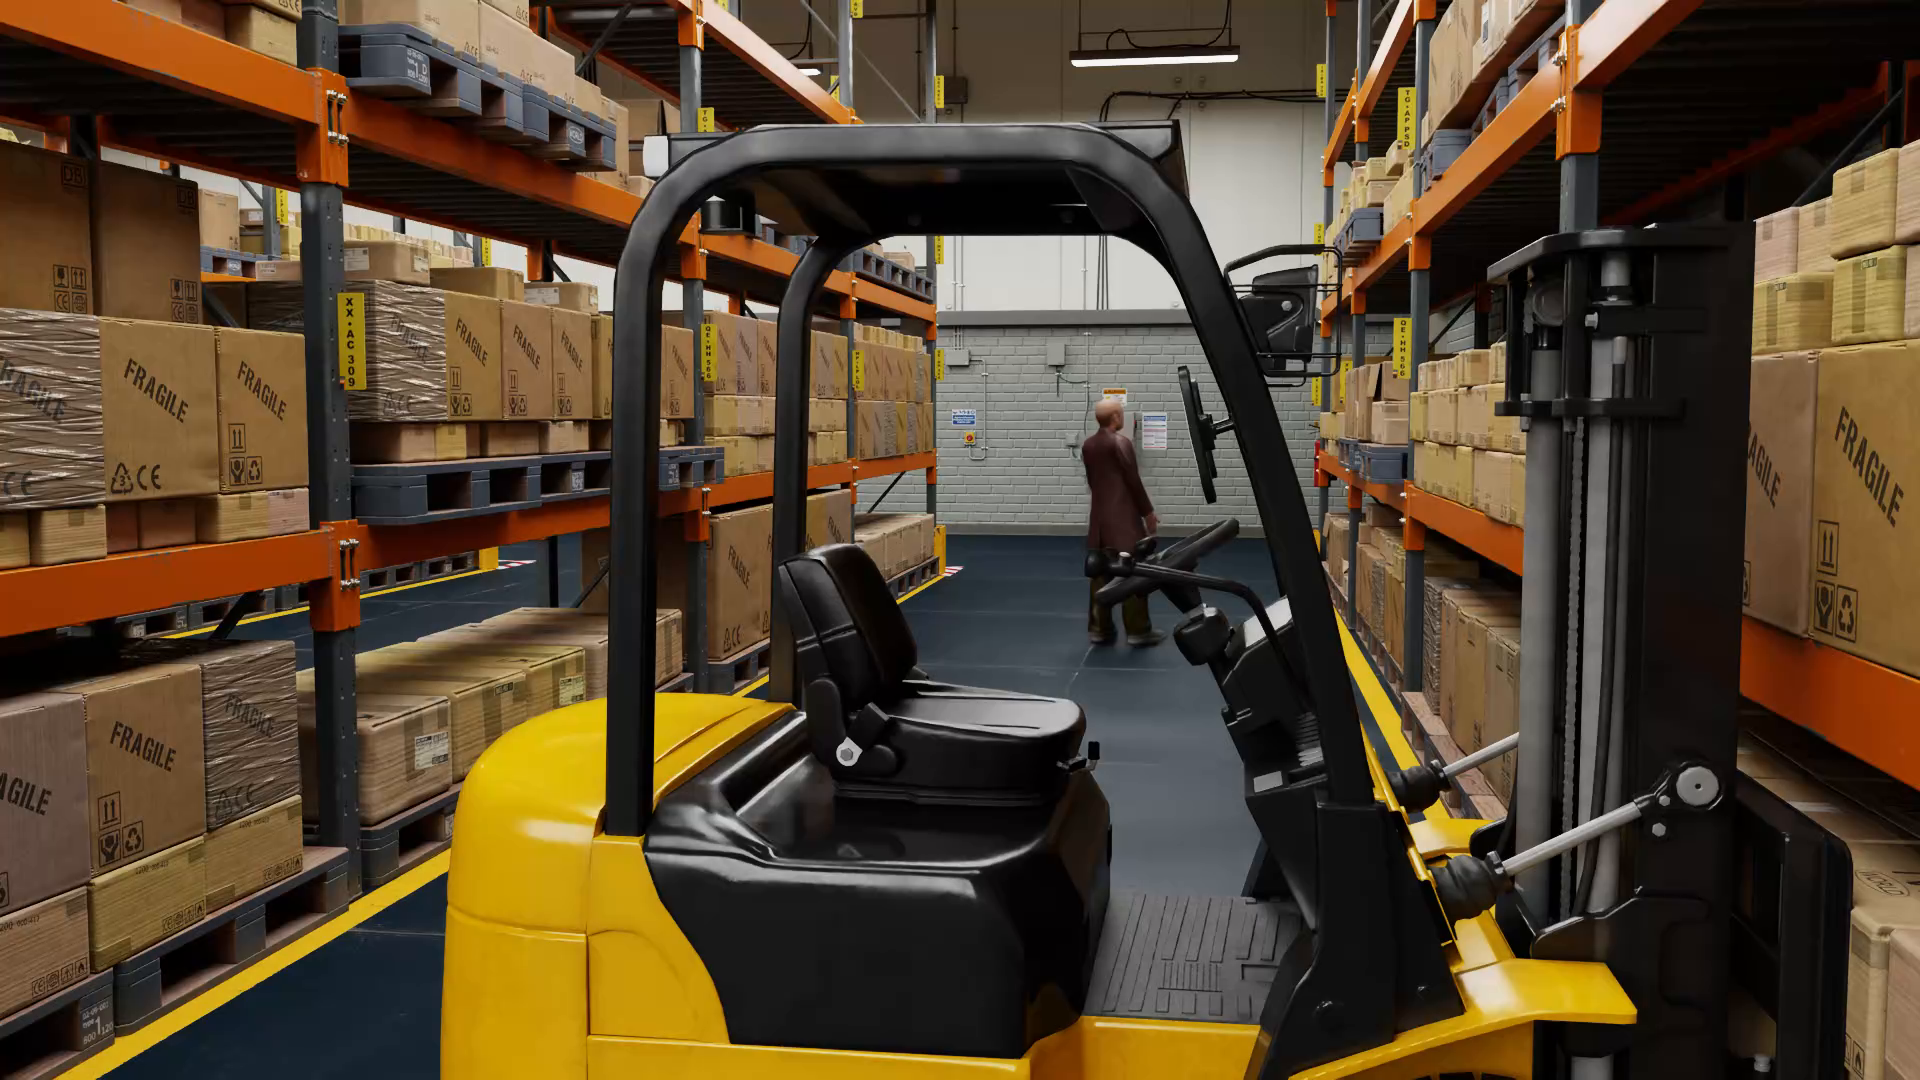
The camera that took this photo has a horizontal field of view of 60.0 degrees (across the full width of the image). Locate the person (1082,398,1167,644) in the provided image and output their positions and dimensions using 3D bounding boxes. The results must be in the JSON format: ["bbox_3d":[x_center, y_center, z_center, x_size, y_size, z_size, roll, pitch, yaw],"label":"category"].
[{"bbox_3d":[1.216,-0.142,12.194,0.536,1.786,0.577,-2,5,-29],"label":"person"}]
